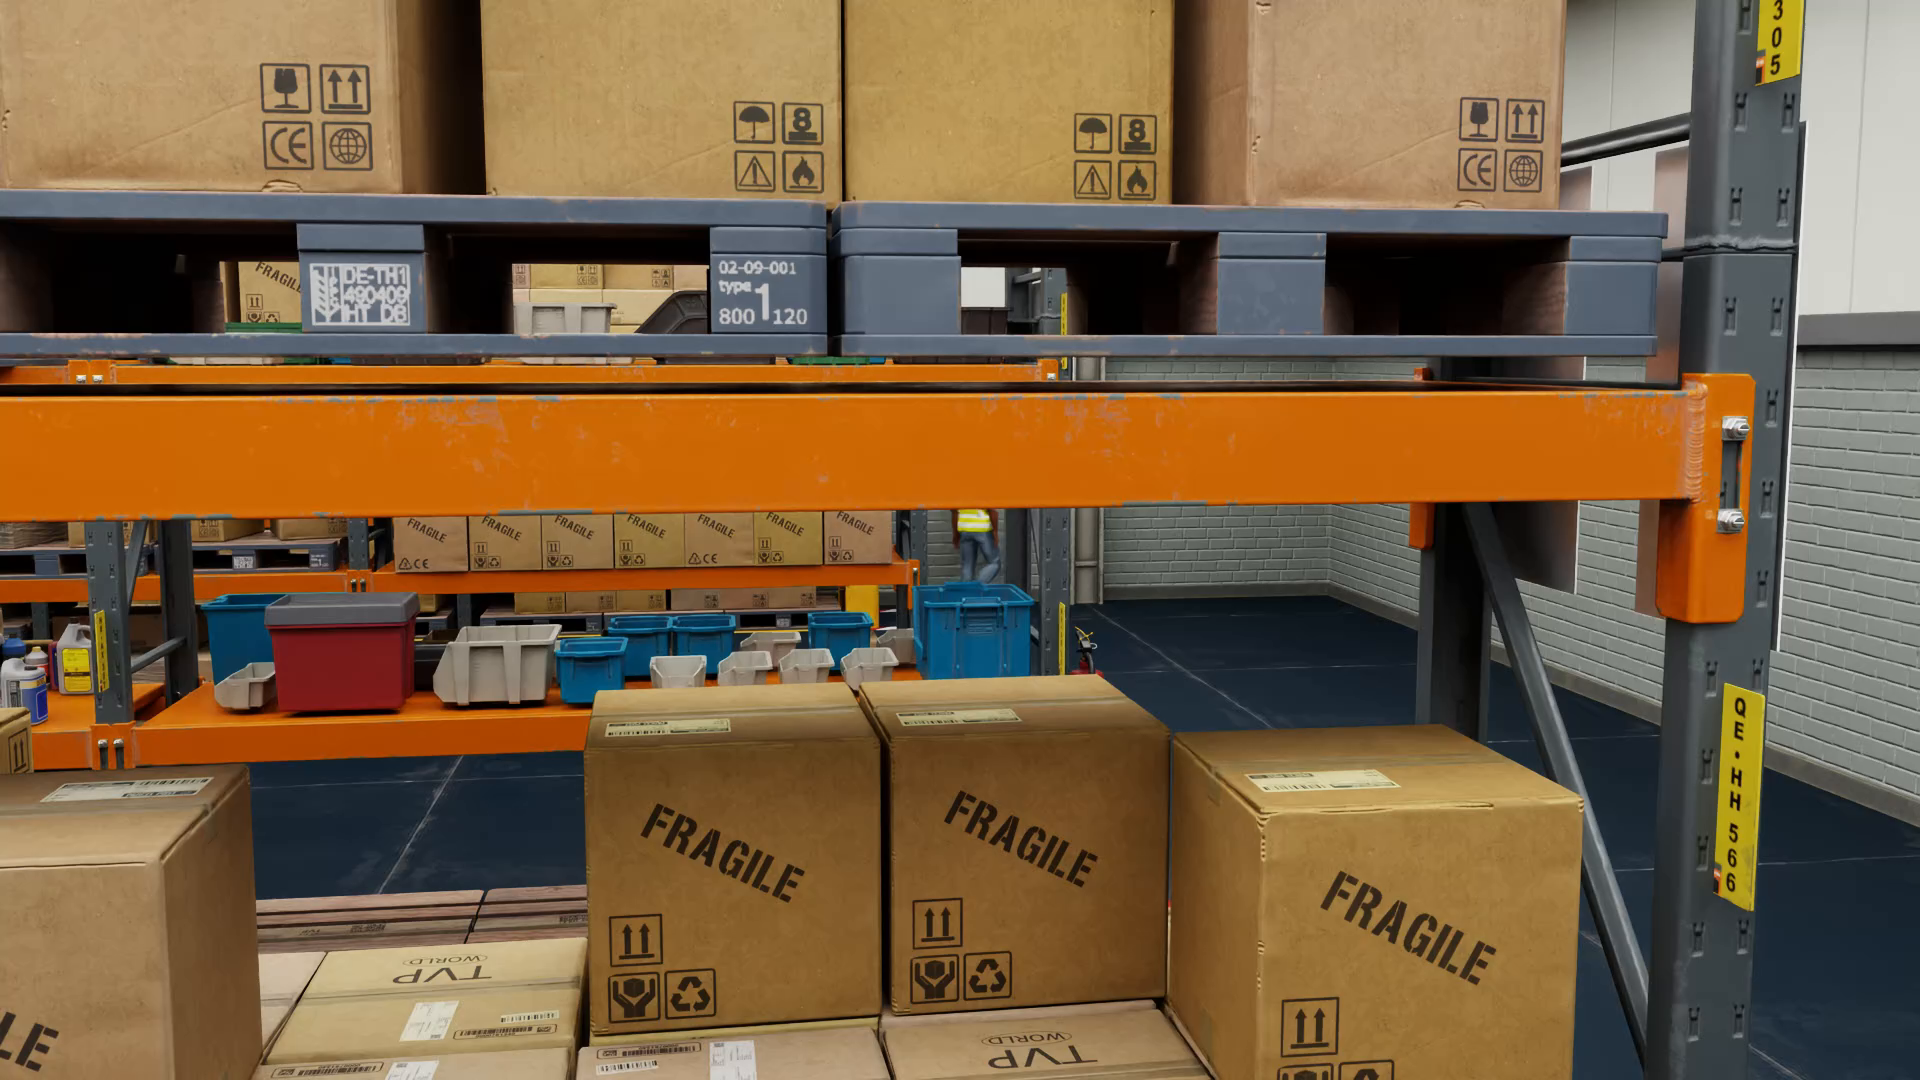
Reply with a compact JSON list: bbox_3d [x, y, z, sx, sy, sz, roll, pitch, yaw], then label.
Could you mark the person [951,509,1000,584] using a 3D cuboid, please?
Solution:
[{"bbox_3d":[0.157,-0.081,18.185,0.590,1.760,0.469,4,7,29],"label":"person"}]
